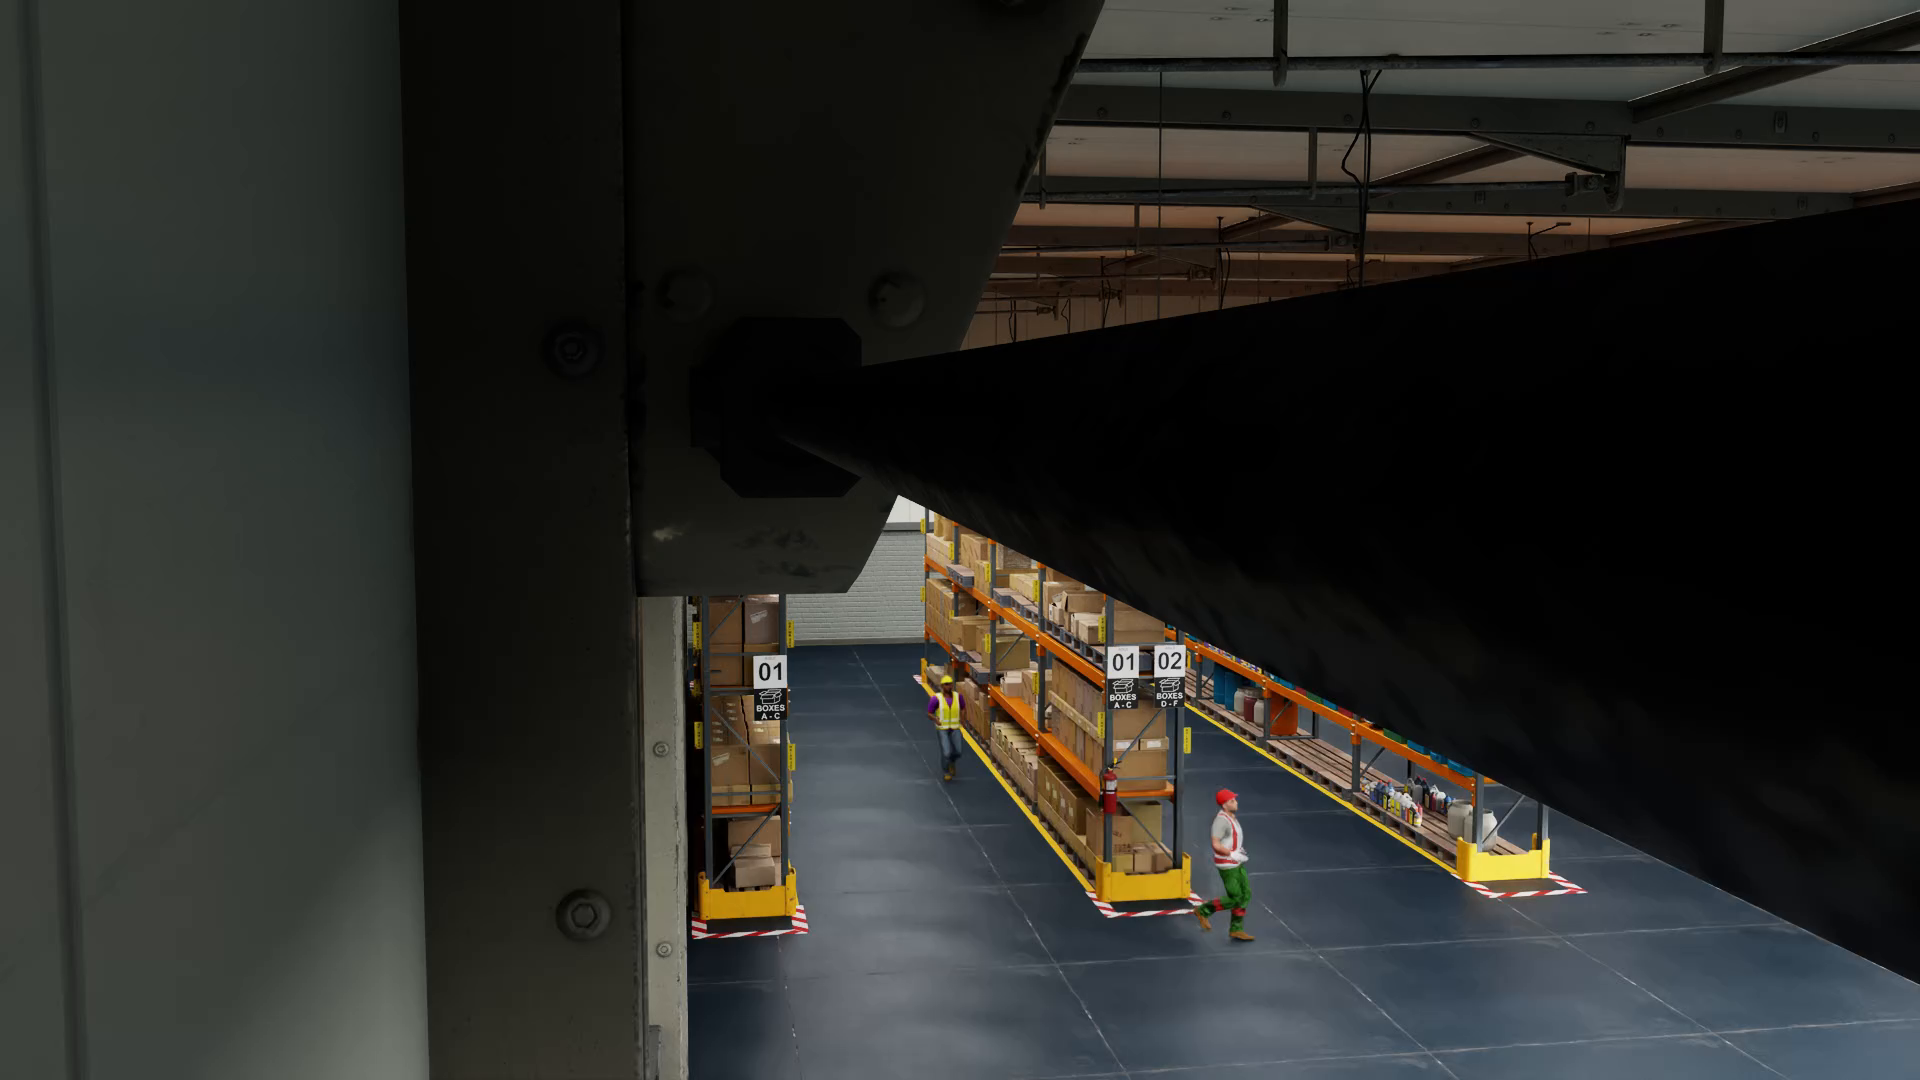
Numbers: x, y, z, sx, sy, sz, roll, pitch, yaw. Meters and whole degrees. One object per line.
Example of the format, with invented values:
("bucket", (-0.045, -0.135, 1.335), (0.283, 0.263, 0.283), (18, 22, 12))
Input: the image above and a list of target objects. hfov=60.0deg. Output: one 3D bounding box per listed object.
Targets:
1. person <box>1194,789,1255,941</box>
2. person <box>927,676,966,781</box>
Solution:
("person", (3.082, 3.767, 19.313), (0.703, 1.770, 0.672), (2, 5, 21))
("person", (-0.186, 3.079, 27.154), (0.693, 1.720, 0.592), (-1, 5, -15))
